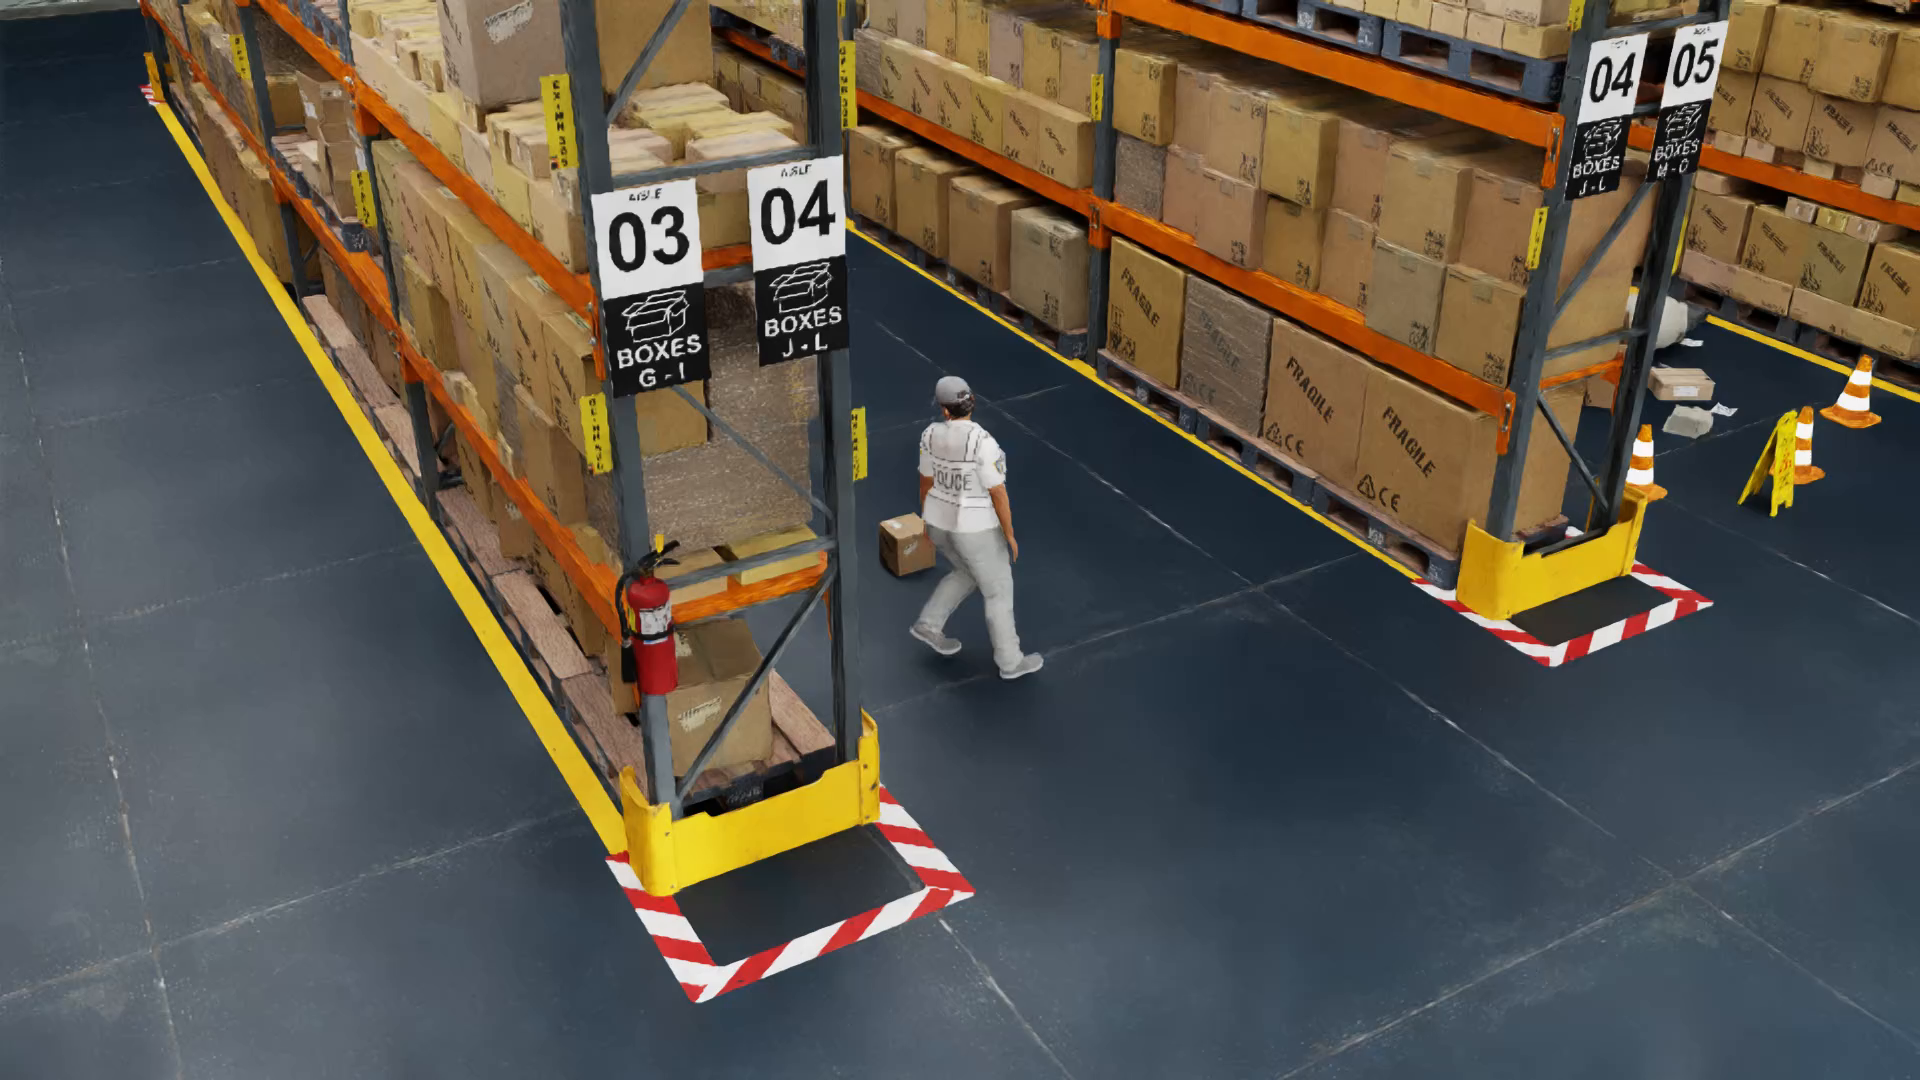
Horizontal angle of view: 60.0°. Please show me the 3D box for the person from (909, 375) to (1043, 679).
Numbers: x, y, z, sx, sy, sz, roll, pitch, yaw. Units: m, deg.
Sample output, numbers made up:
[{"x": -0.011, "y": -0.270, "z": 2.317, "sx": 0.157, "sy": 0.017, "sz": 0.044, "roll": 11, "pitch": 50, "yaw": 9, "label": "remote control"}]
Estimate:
[{"x": 0.093, "y": -0.060, "z": 8.695, "sx": 0.465, "sy": 1.629, "sz": 0.650, "roll": -26, "pitch": 38, "yaw": -38, "label": "person"}]
